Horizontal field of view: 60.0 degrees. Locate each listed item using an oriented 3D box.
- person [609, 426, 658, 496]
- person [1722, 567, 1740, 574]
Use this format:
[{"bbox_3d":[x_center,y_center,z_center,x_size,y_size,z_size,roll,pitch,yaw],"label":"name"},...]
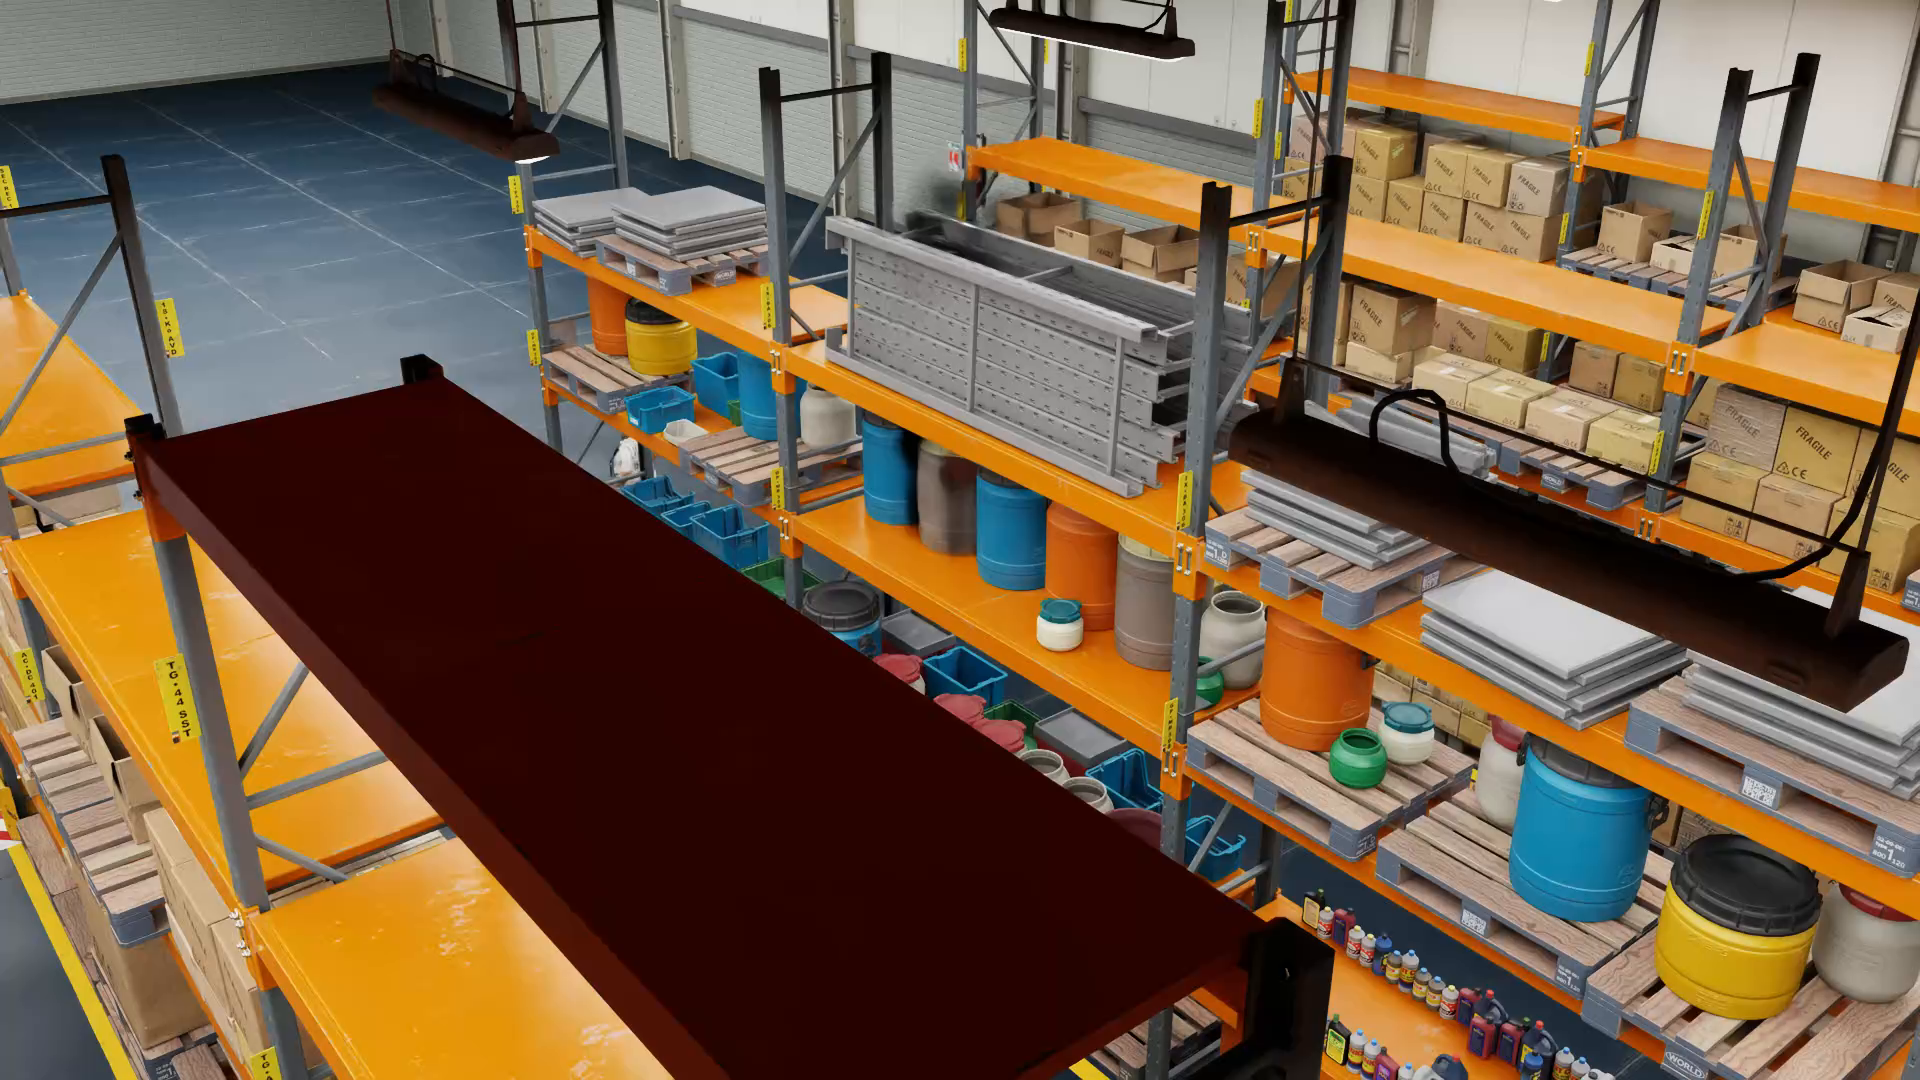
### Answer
[{"bbox_3d":[-3.395,-0.553,17.594,0.580,1.619,0.658,9,27,17],"label":"person"},{"bbox_3d":[6.437,1.008,14.252,0.634,1.680,0.749,-23,34,-39],"label":"person"}]
